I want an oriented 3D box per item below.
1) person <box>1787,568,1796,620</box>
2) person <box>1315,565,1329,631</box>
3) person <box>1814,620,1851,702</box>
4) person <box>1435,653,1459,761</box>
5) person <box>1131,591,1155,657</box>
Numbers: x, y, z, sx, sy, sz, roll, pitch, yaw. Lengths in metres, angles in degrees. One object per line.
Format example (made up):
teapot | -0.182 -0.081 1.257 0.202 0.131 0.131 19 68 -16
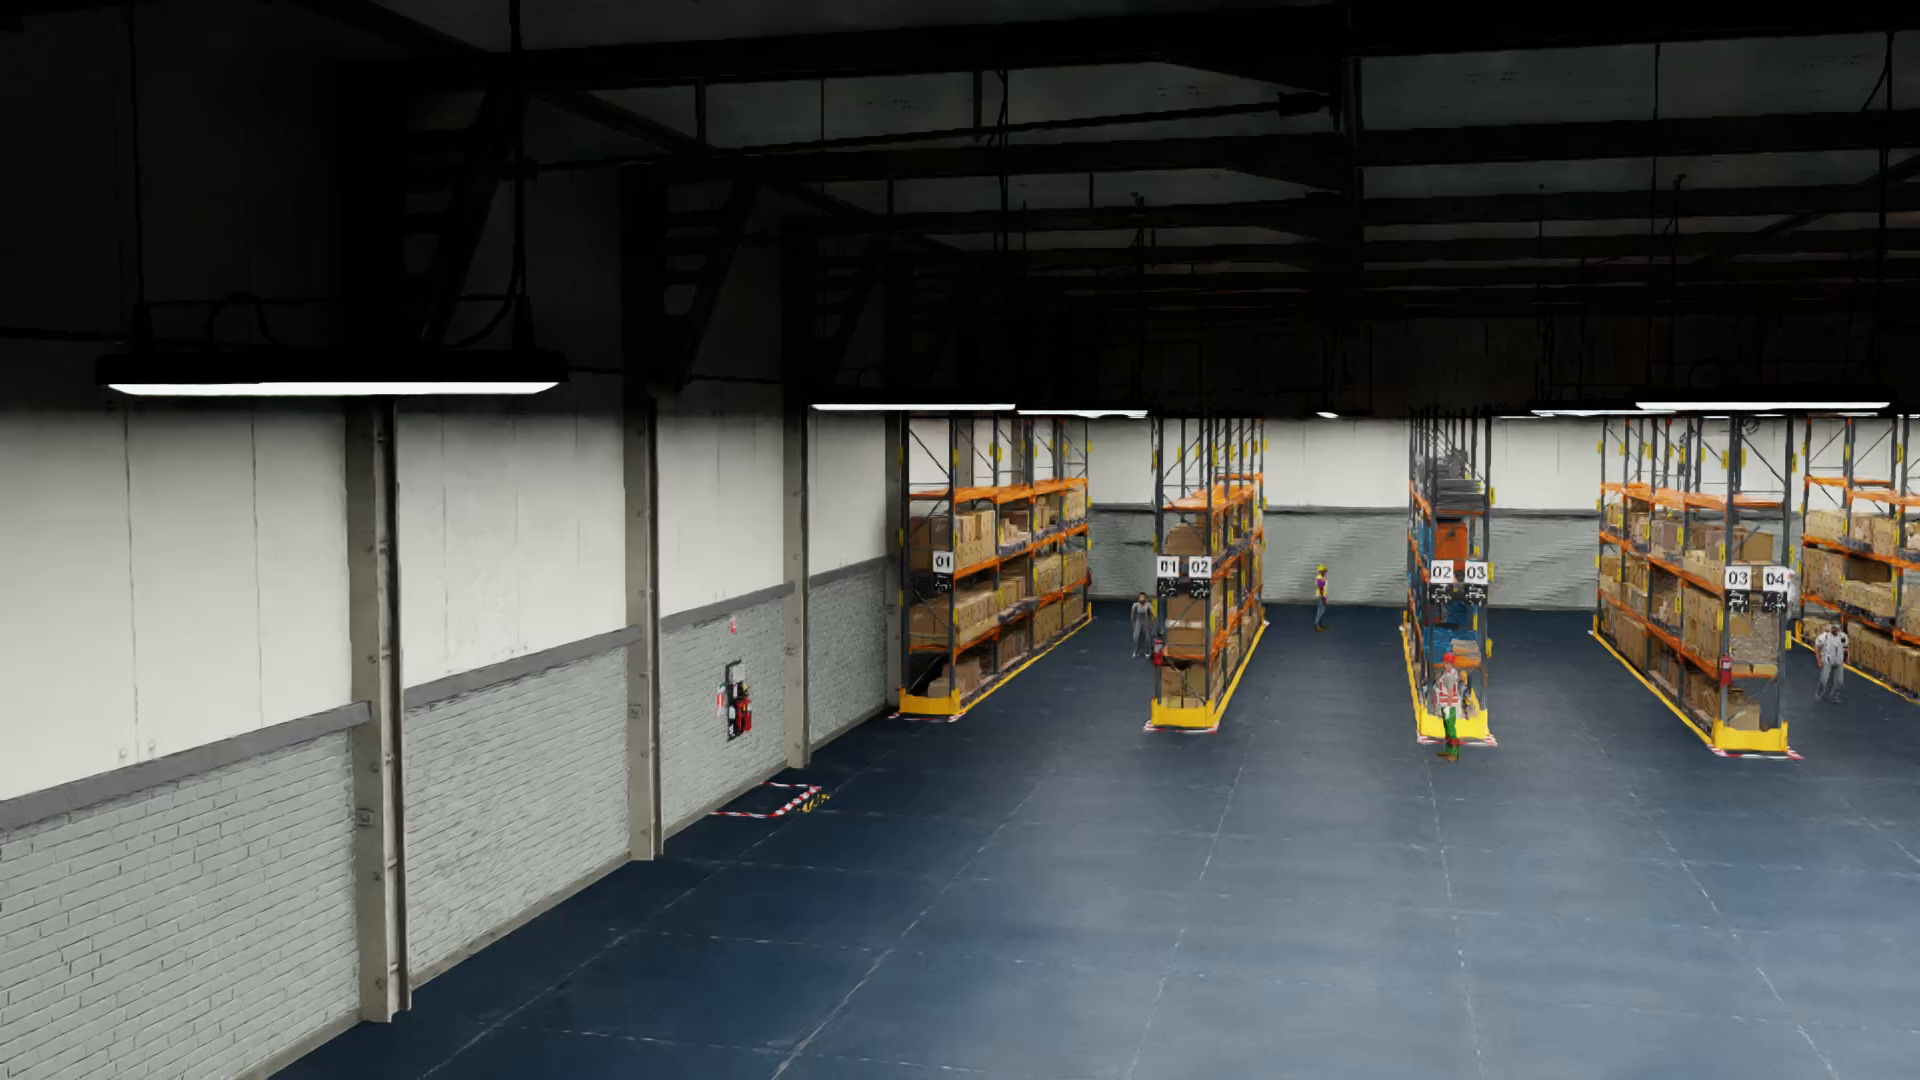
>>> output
person | 22.104 1.634 44.571 0.470 1.763 0.695 4 5 41
person | 9.888 1.568 45.400 0.383 1.761 0.693 1 4 12
person | 17.712 2.448 33.777 0.683 1.715 0.538 1 4 11
person | 8.254 2.800 28.121 0.397 1.789 0.653 1 4 18
person | 4.417 2.038 40.208 0.580 1.618 0.507 1 4 12
